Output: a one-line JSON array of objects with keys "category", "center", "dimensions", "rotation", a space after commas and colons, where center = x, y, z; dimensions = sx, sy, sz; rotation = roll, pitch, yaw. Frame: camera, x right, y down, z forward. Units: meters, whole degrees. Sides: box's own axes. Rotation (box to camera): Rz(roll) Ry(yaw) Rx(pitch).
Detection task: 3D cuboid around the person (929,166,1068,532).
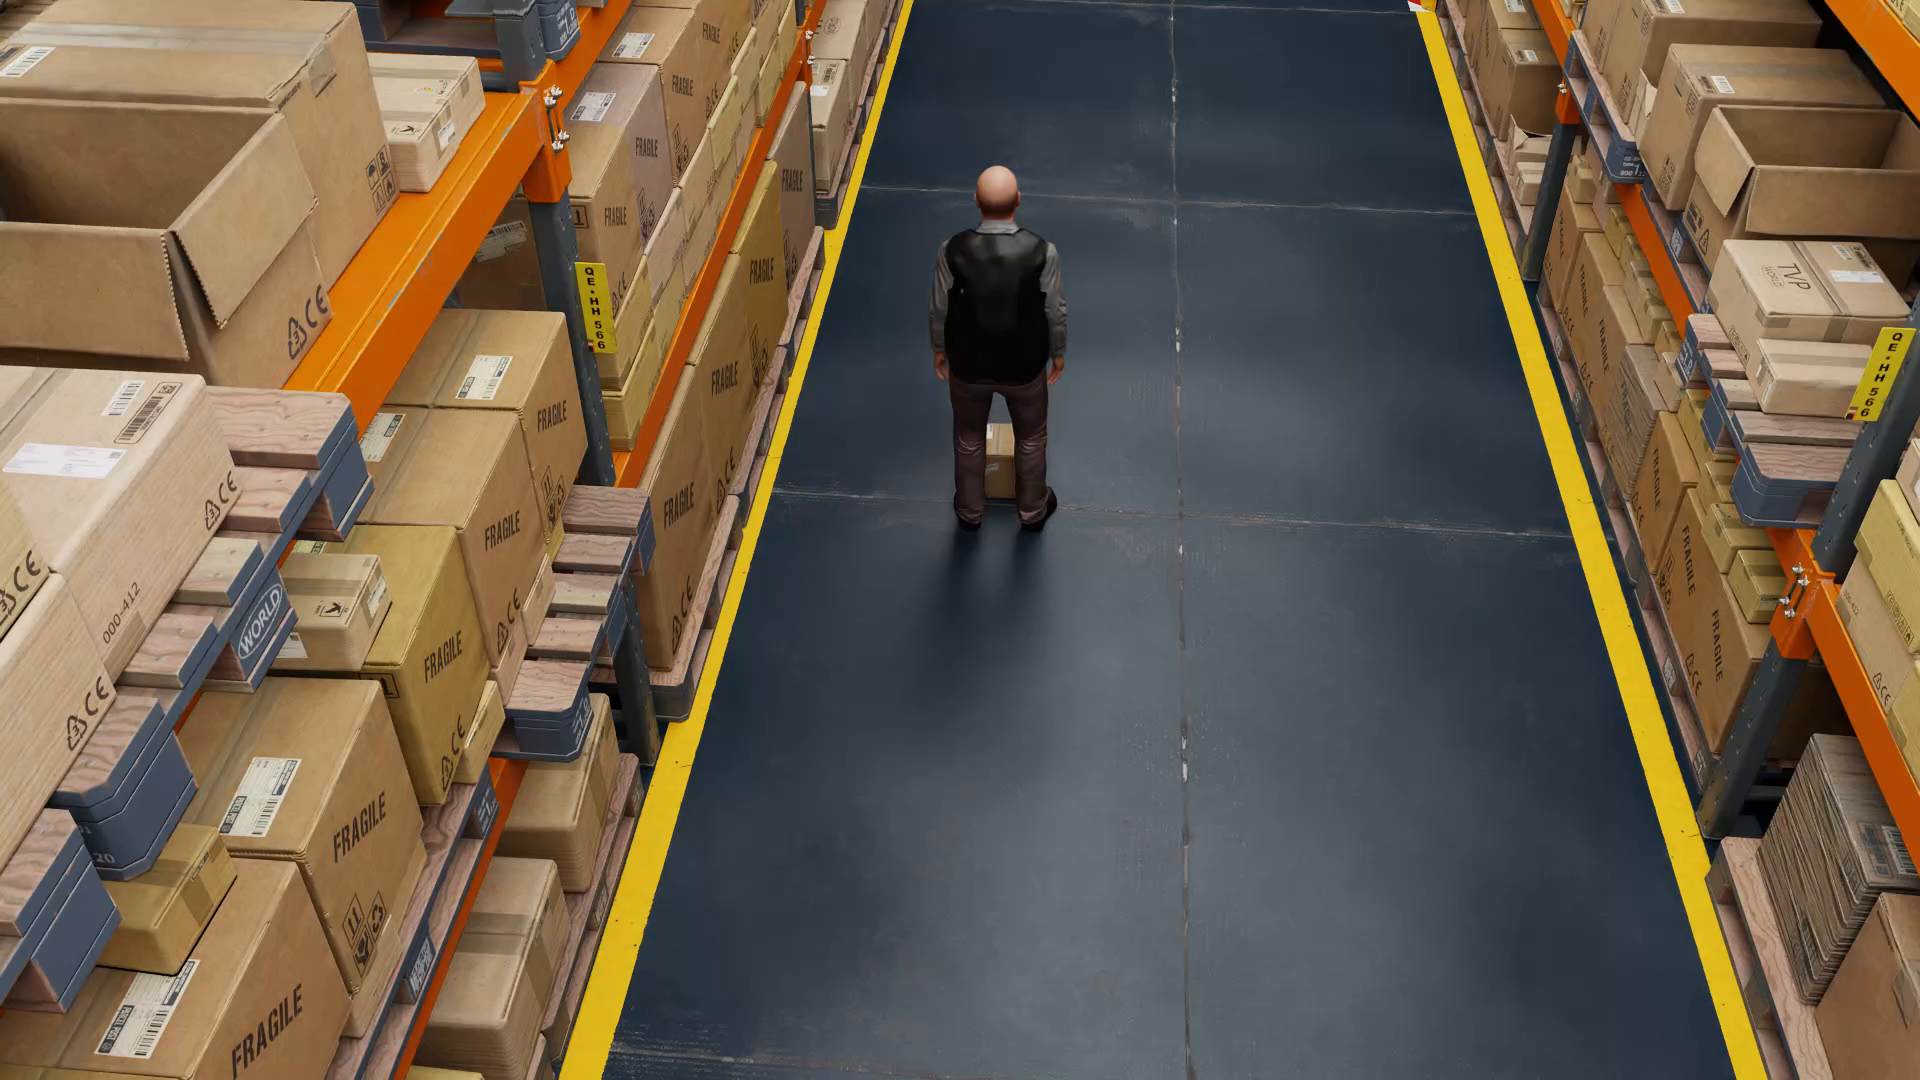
[{"category": "person", "center": [0.161, -0.757, 7.083], "dimensions": [0.581, 1.721, 0.413], "rotation": [3, 40, 4]}]
